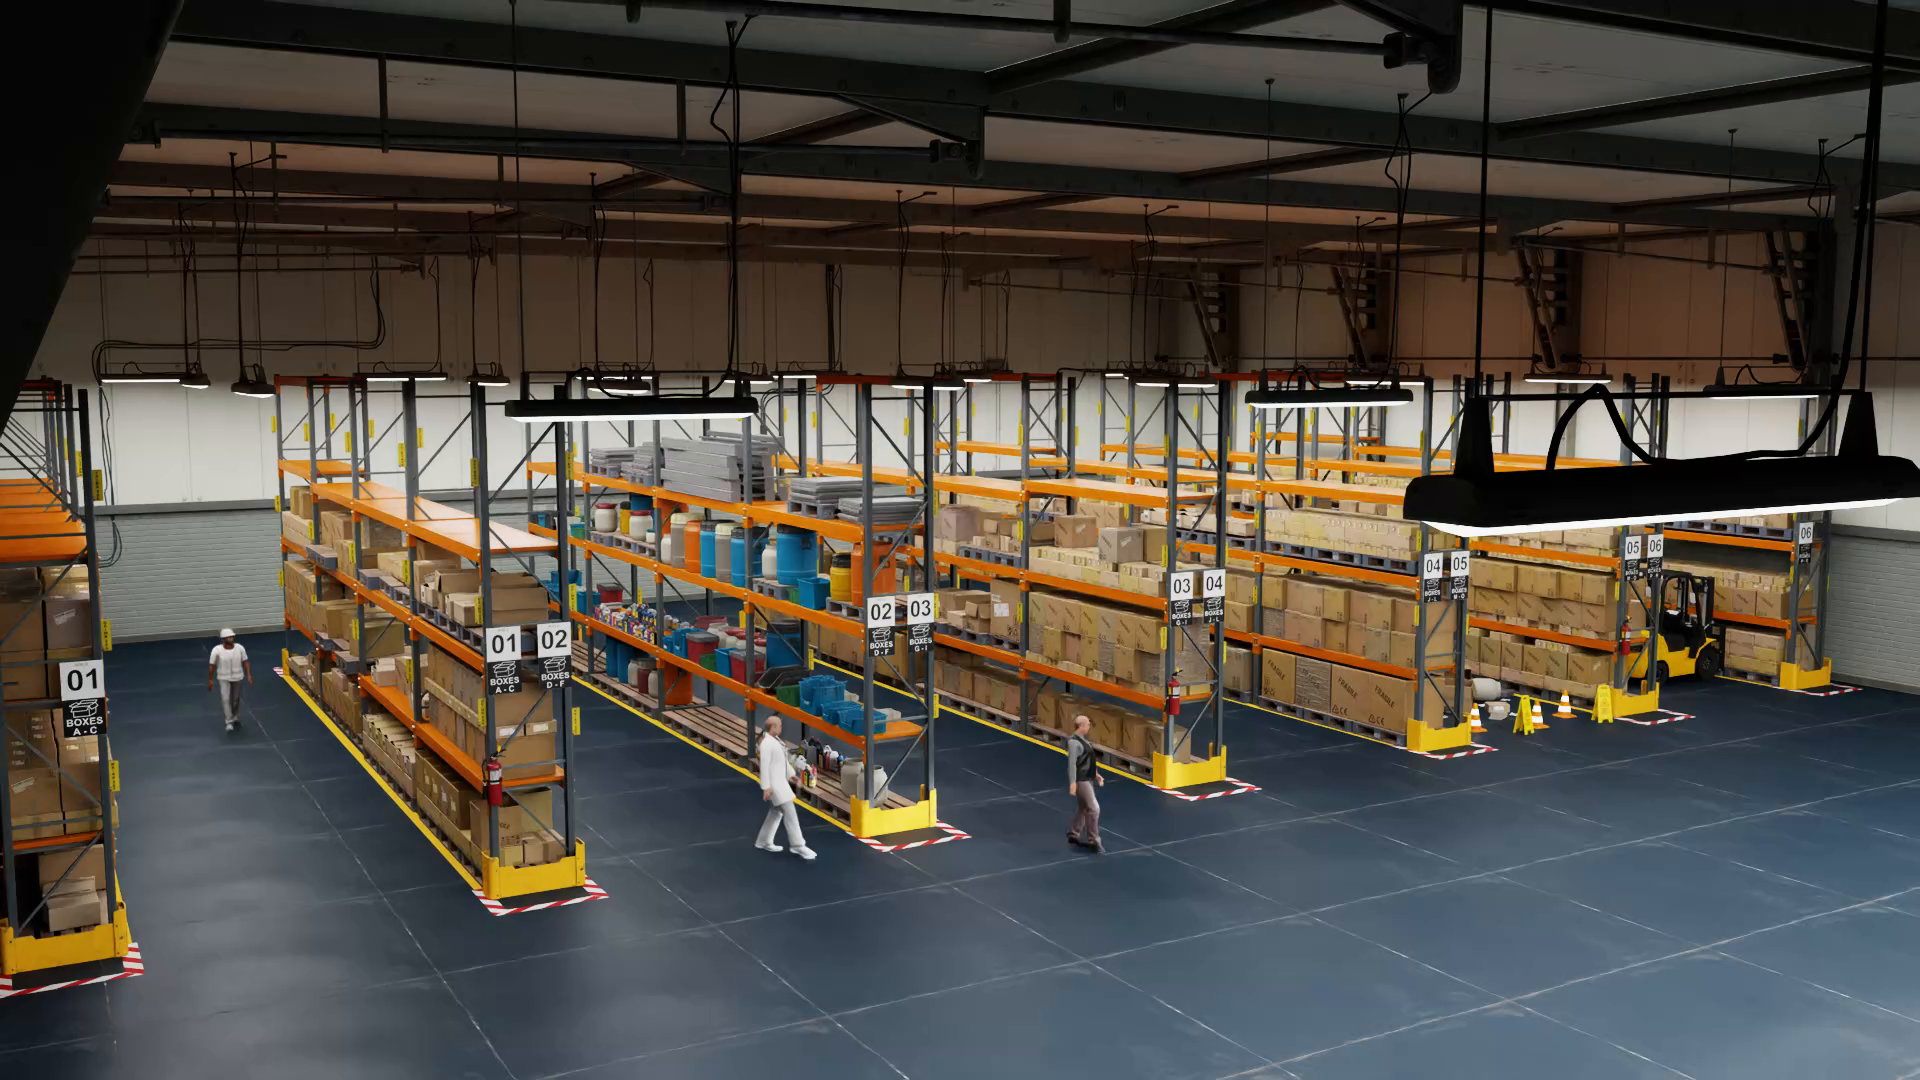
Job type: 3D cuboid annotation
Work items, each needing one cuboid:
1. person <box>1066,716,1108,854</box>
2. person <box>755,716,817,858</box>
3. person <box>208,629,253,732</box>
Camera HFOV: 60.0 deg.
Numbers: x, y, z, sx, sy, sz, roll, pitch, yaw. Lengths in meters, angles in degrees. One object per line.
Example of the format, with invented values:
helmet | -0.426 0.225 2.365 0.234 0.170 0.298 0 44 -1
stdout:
person | 1.661 3.153 21.487 0.599 1.769 0.565 2 6 16
person | -2.233 3.148 21.273 0.859 1.794 0.603 1 6 5
person | -12.468 2.361 28.409 0.696 1.708 1.085 -3 7 -29
